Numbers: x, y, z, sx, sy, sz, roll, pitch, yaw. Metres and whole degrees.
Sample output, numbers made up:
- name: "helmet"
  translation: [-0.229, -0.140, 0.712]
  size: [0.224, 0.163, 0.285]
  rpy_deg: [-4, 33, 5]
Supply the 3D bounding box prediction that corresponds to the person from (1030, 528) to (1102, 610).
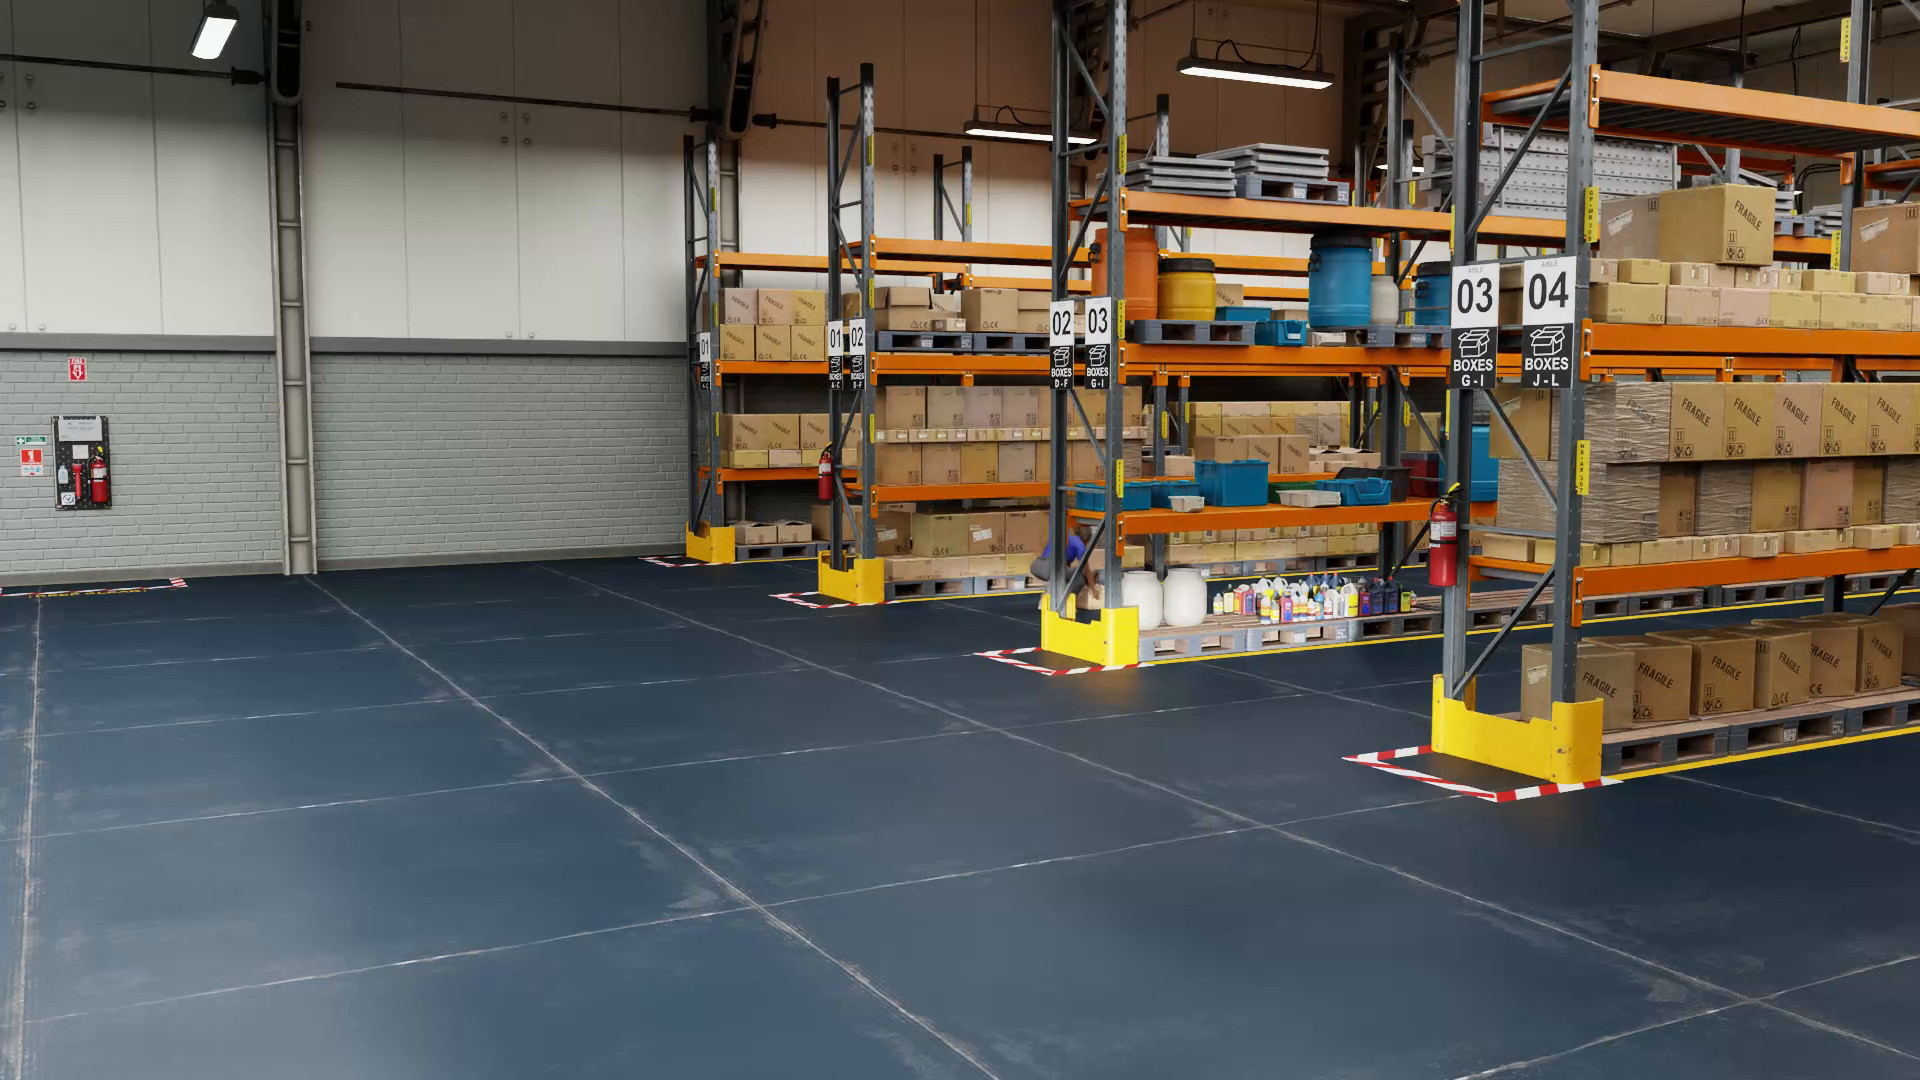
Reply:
- name: "person"
  translation: [1.141, 0.328, 18.200]
  size: [0.812, 0.893, 0.484]
  rpy_deg: [-3, 6, -29]
